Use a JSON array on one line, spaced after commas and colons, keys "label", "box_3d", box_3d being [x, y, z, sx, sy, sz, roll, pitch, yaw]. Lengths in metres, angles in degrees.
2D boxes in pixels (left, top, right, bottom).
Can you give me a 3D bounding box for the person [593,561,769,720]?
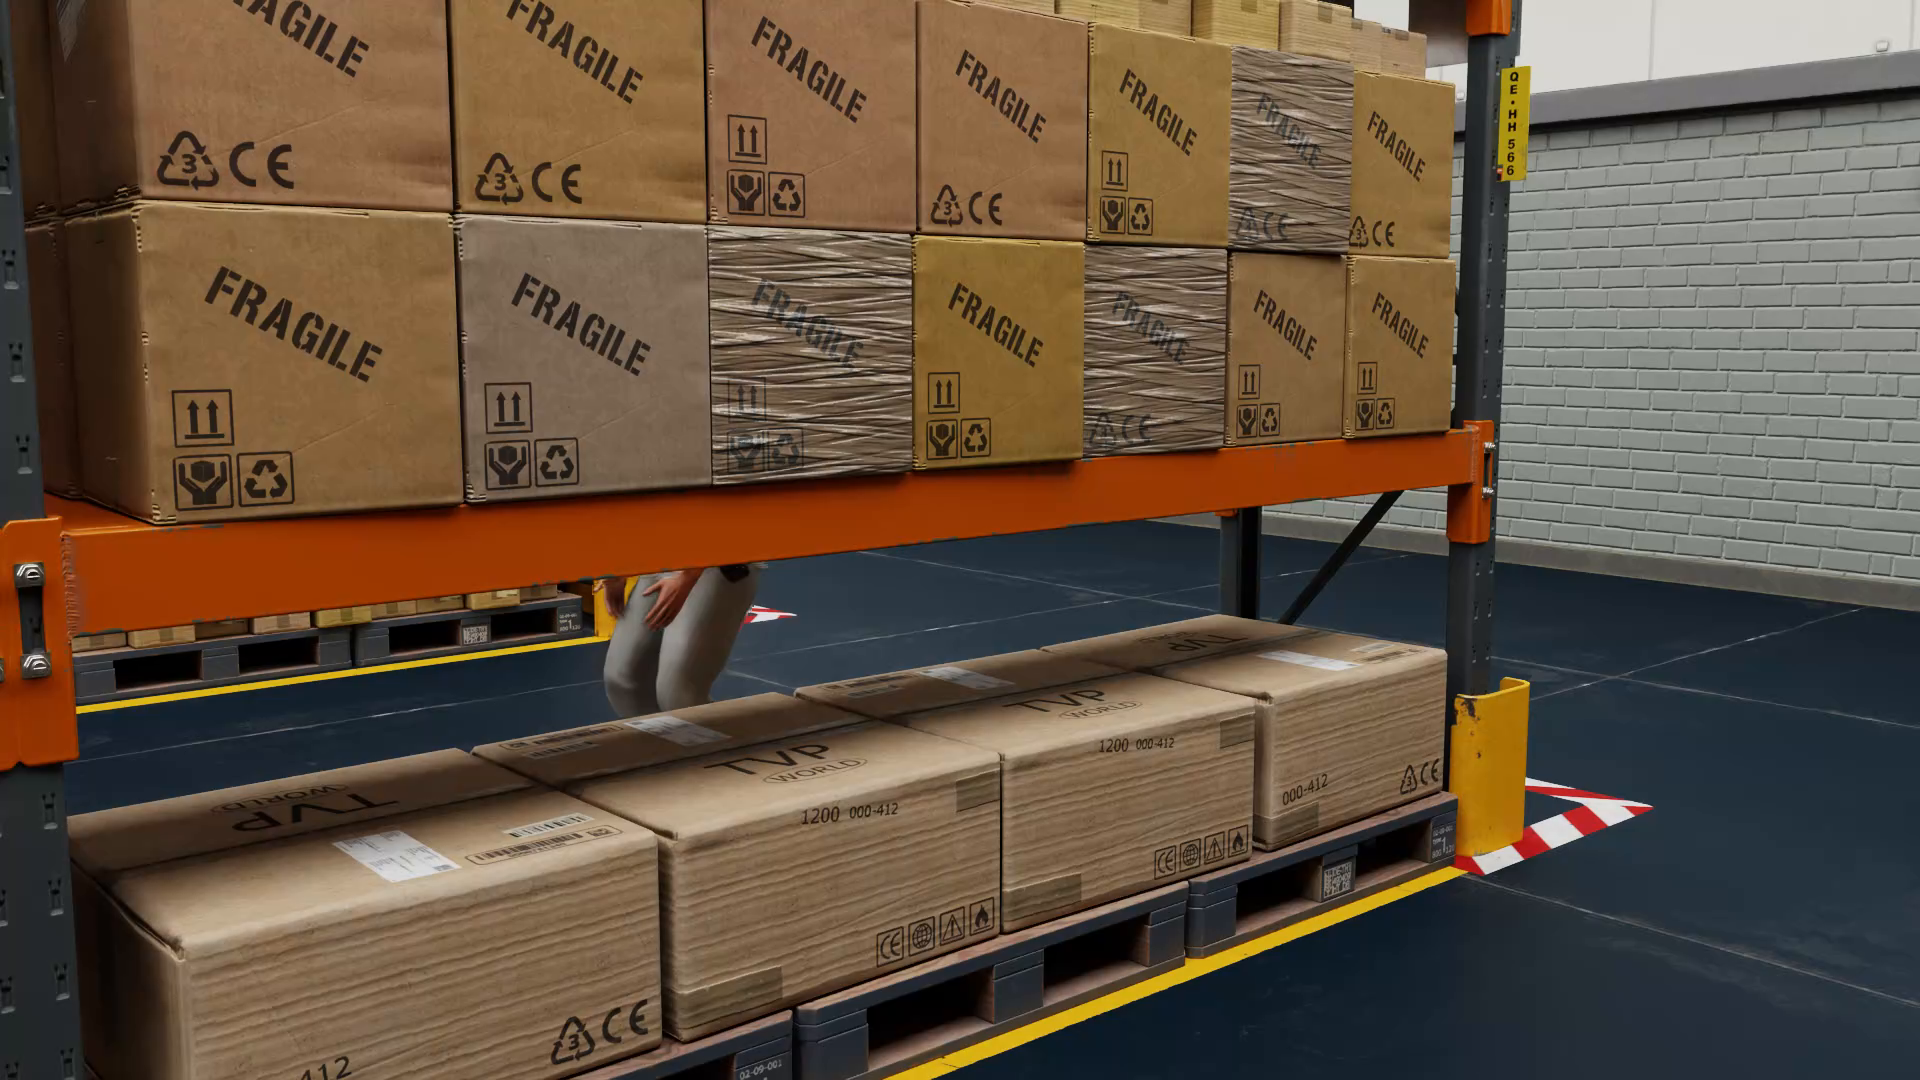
[{"label": "person", "box_3d": [-0.904, 0.113, 5.330, 0.585, 1.650, 0.571, -6, 10, -40]}]
